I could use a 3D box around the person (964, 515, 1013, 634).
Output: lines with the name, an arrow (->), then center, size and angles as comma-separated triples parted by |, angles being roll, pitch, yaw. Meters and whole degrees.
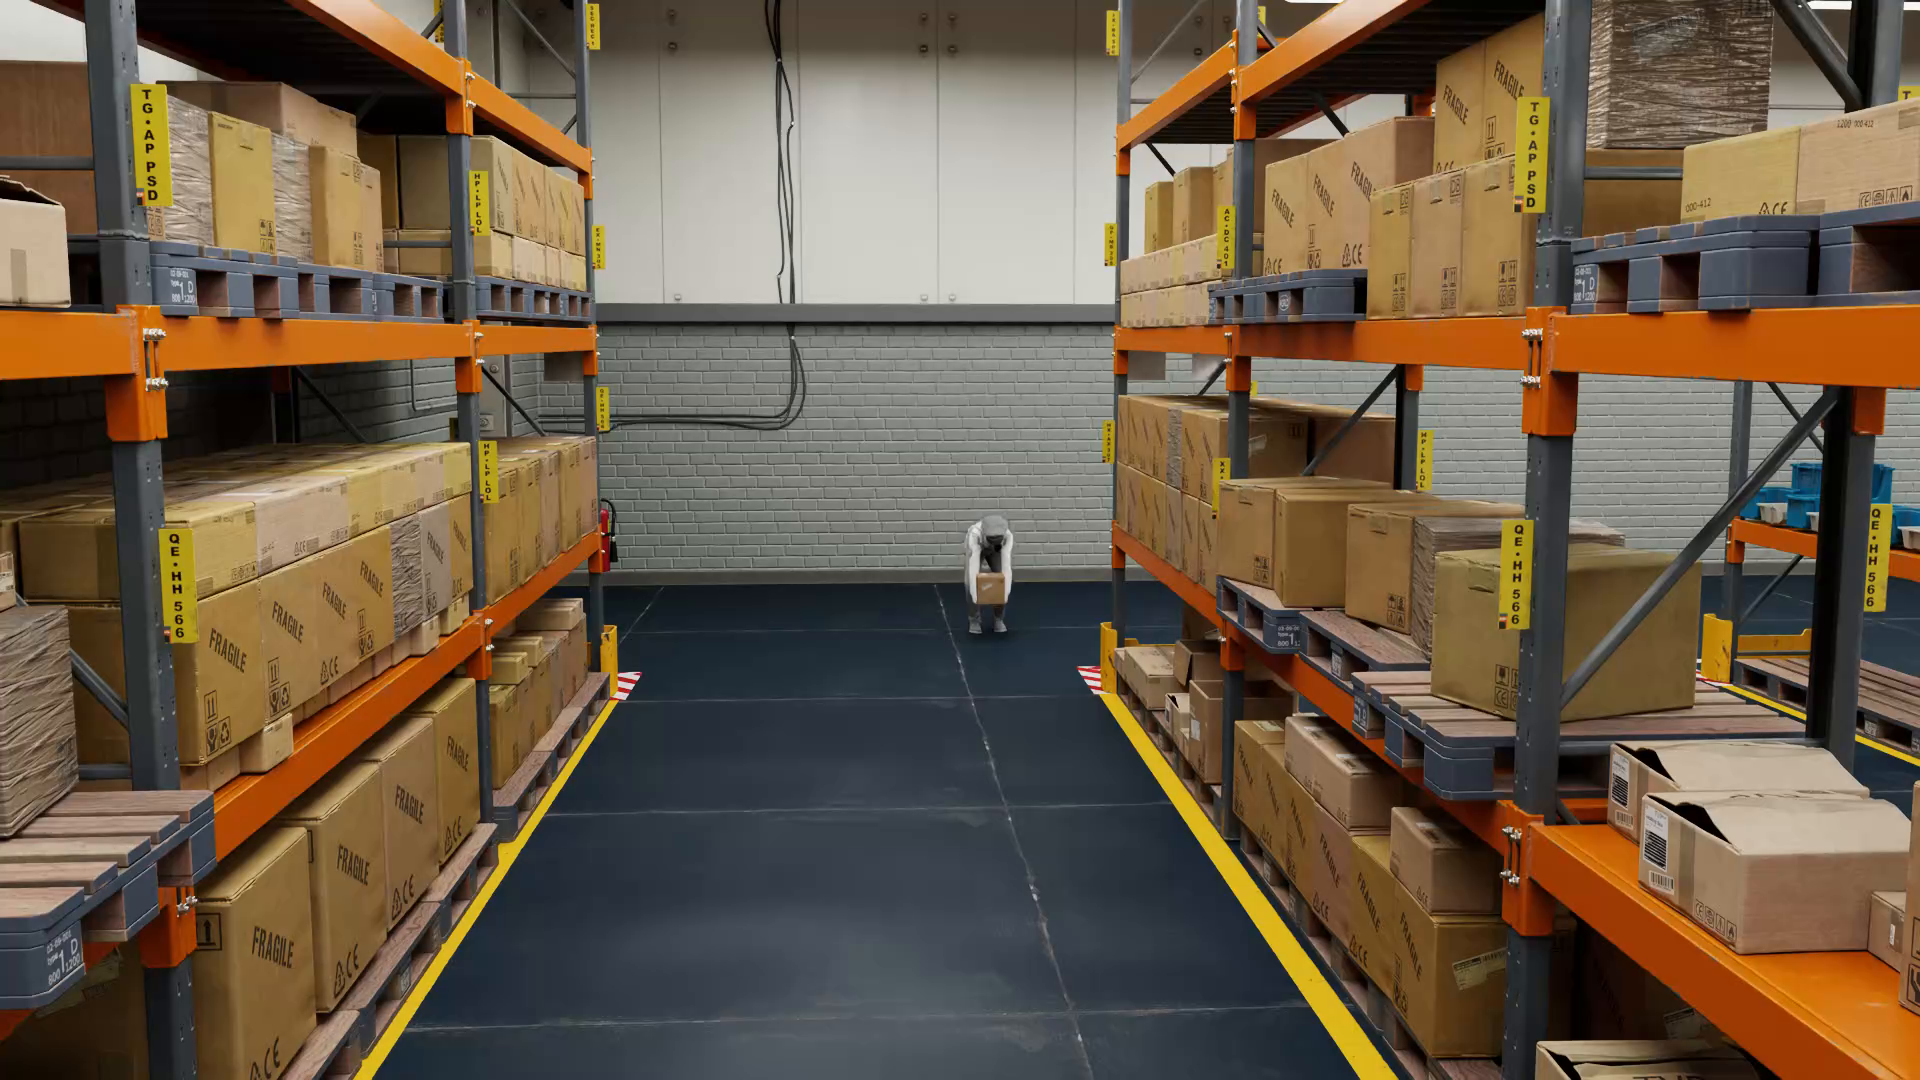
person -> 0.268, 0.311, 15.351 | 0.434, 1.148, 0.915 | -1, 7, -6
